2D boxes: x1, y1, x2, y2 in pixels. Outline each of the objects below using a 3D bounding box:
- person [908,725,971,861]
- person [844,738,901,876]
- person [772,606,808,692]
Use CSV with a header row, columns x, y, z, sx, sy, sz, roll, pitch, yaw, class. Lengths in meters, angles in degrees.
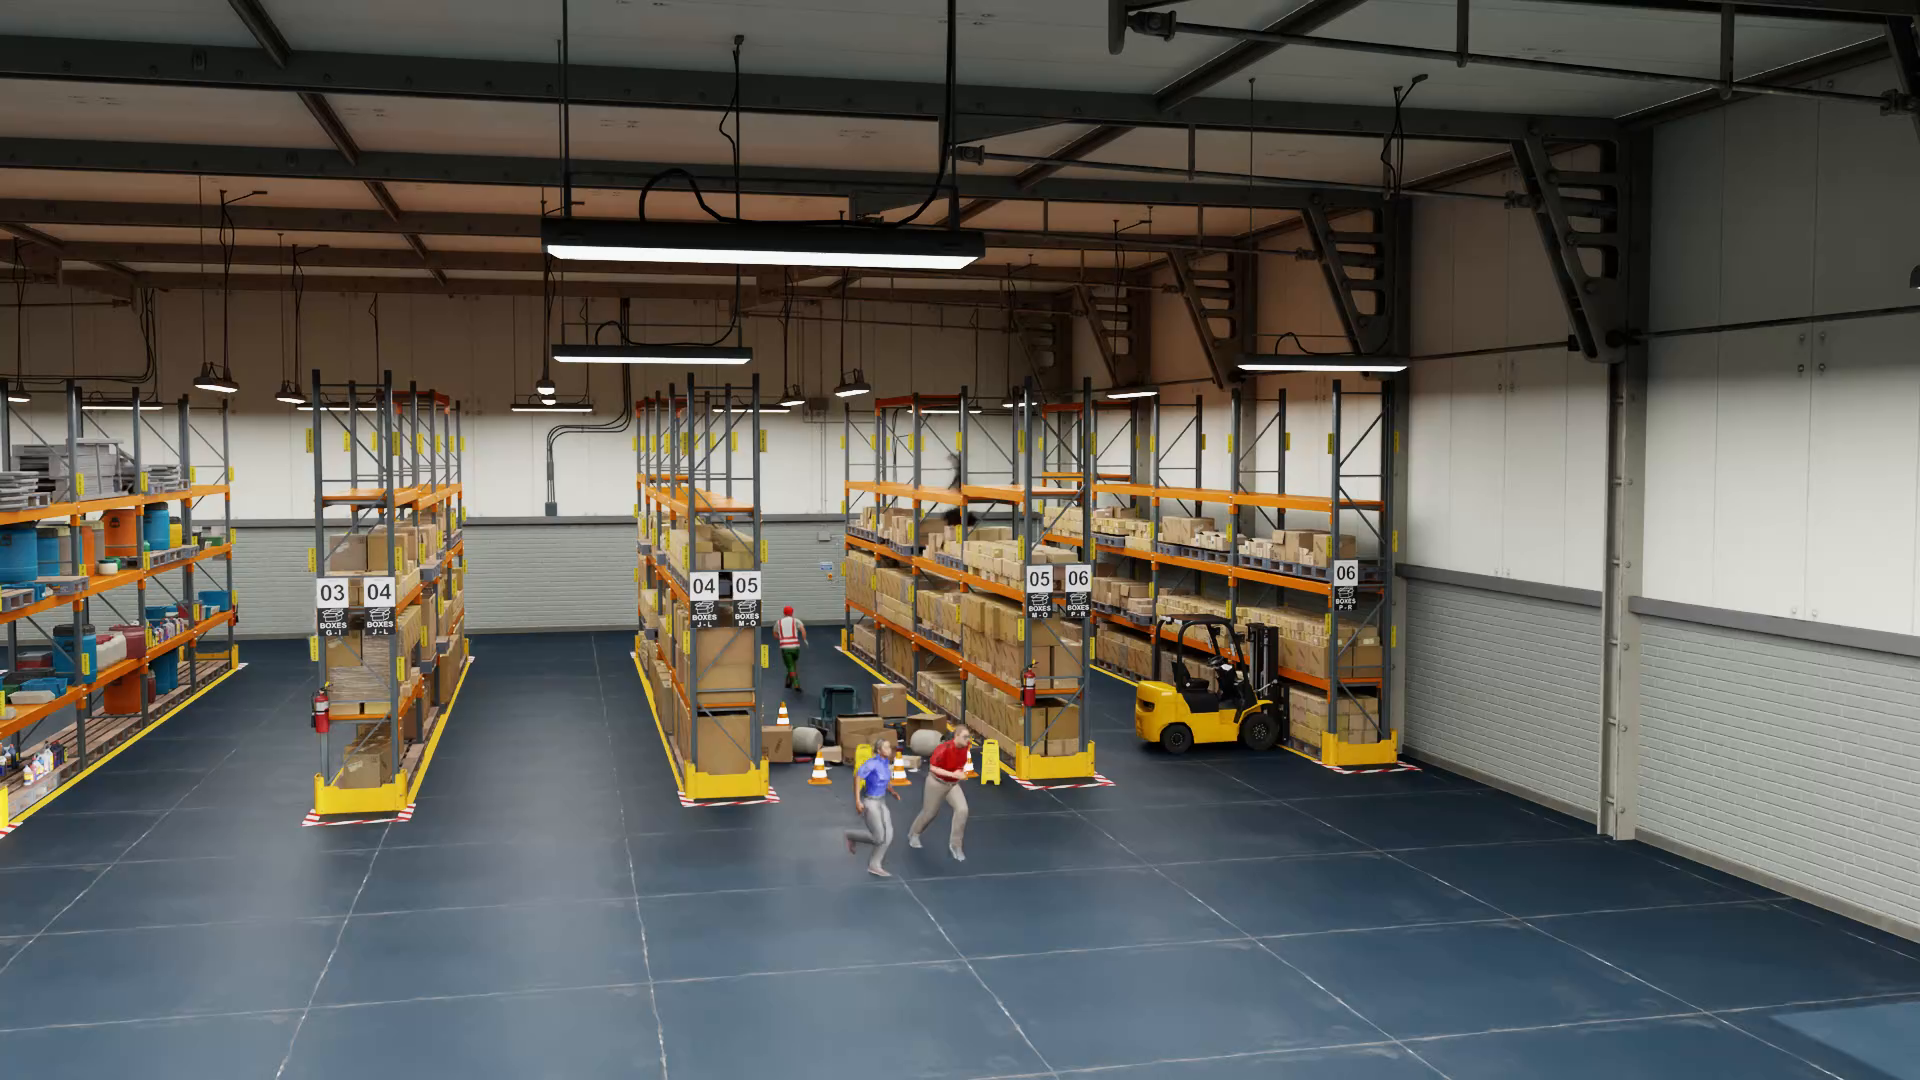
x,y,z,sx,sy,sz,roll,pitch,yaw,class
-0.233,3.054,20.236,1.016,1.696,0.707,3,5,44,person
-1.027,3.104,19.381,0.672,1.615,0.607,2,4,27,person
-3.428,2.217,33.656,0.724,1.714,0.861,-1,3,-9,person
